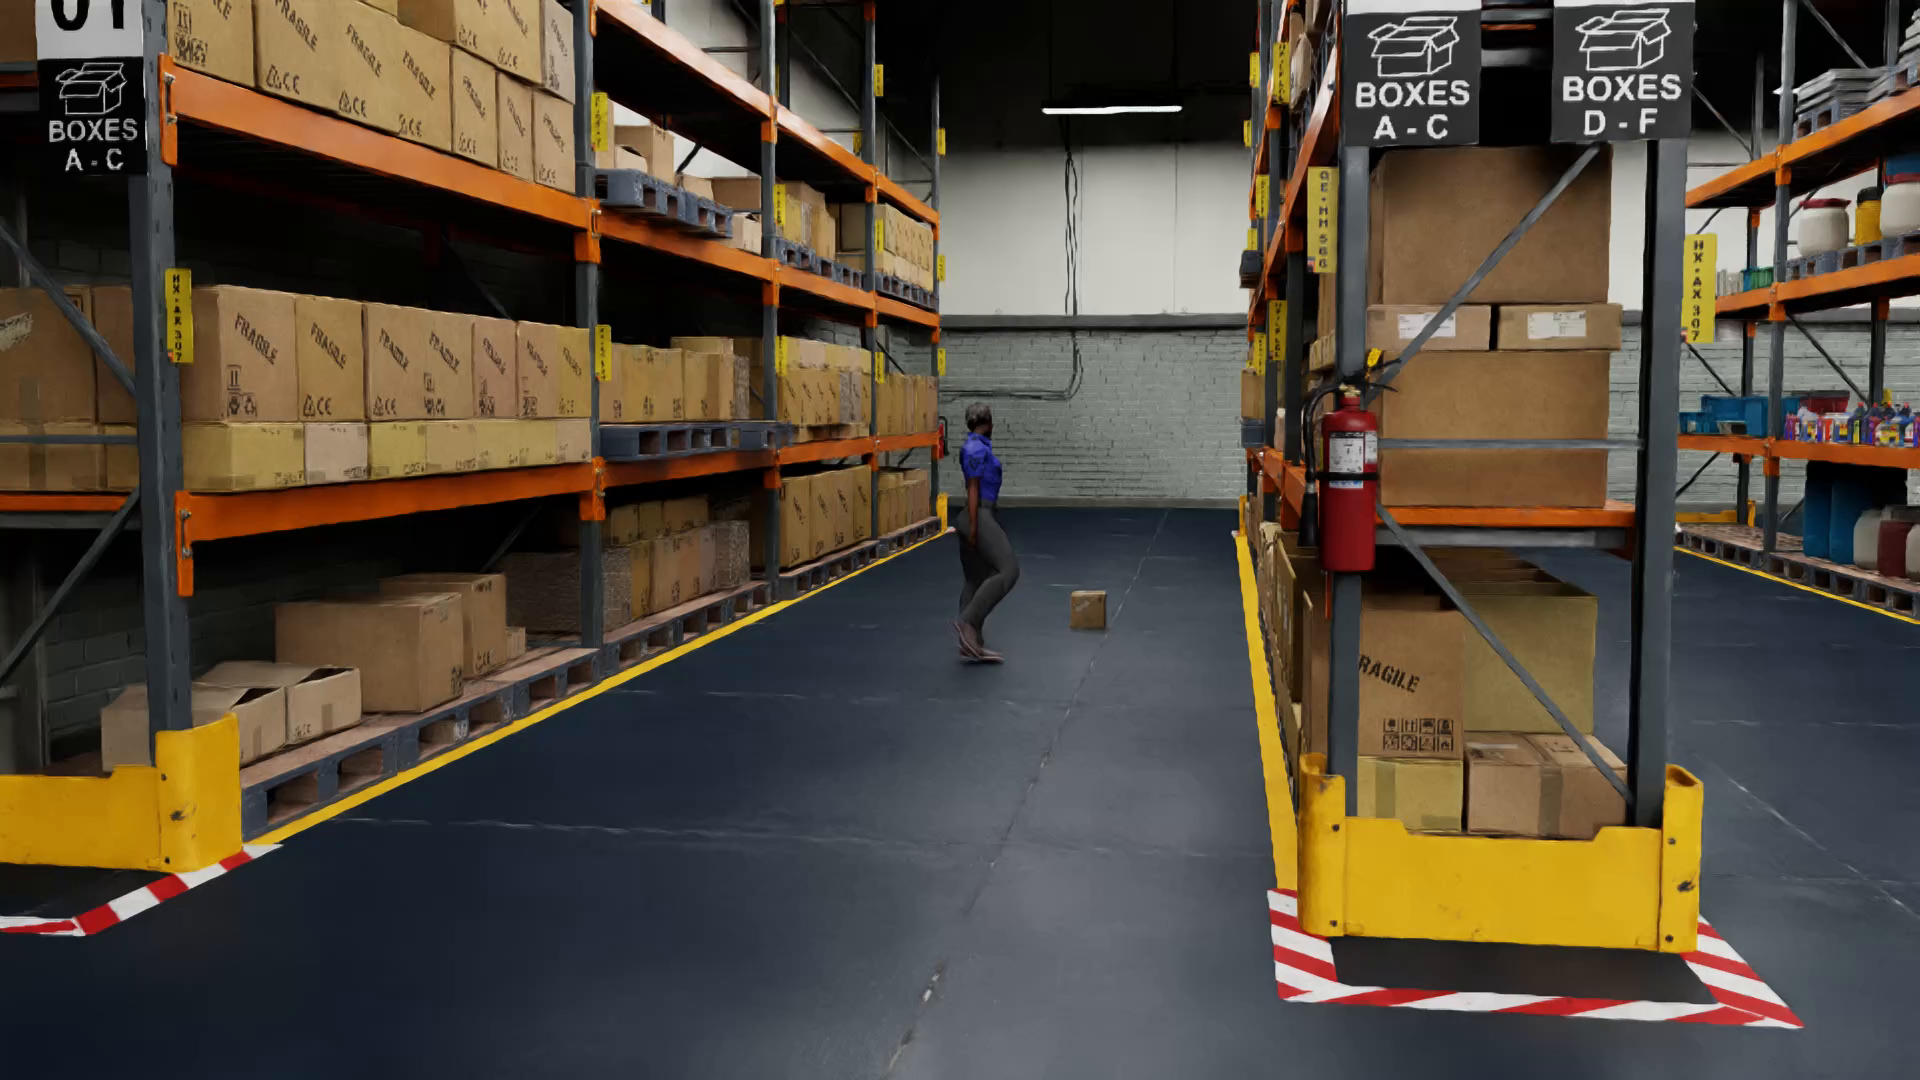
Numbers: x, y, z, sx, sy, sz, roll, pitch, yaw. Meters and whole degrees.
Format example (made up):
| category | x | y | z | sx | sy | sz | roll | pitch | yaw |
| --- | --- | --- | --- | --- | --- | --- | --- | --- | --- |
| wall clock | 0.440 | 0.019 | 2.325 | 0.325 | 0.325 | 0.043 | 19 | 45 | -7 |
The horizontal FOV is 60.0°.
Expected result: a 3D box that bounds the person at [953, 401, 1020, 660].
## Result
| category | x | y | z | sx | sy | sz | roll | pitch | yaw |
| --- | --- | --- | --- | --- | --- | --- | --- | --- | --- |
| person | 0.171 | -0.064 | 10.645 | 0.427 | 1.650 | 0.663 | 0 | 5 | 2 |
